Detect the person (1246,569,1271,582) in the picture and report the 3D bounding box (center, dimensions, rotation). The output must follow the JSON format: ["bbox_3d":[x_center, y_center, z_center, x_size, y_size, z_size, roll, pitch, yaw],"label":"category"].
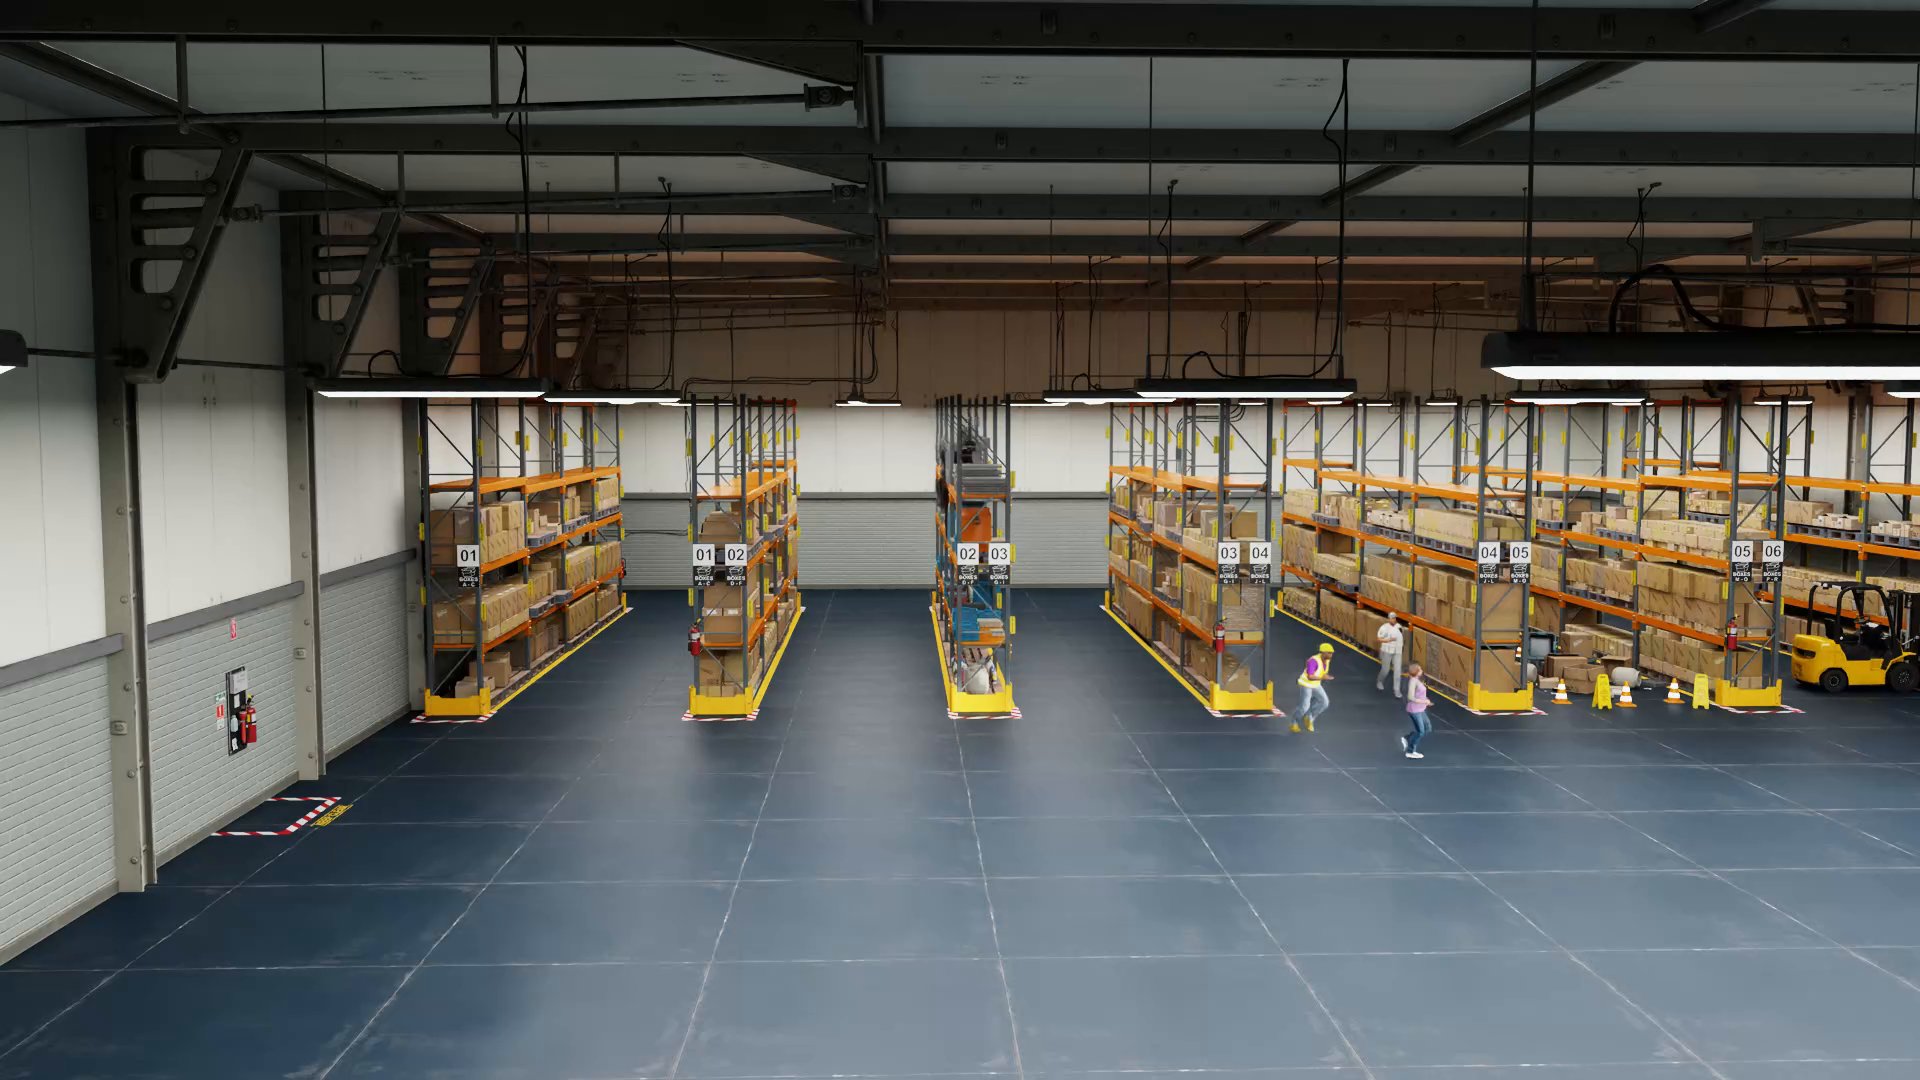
[{"bbox_3d":[8.092,1.302,45.172,0.735,1.738,0.766,0,5,4],"label":"person"}]

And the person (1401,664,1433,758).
[{"bbox_3d":[7.502,2.799,27.251,0.549,1.554,0.529,2,5,28],"label":"person"}]

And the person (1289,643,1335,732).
[{"bbox_3d":[6.247,2.596,29.343,0.730,1.622,0.944,-4,6,-45],"label":"person"}]

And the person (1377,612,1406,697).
[{"bbox_3d":[8.615,2.261,33.249,0.637,1.647,0.907,-1,5,-9],"label":"person"}]
